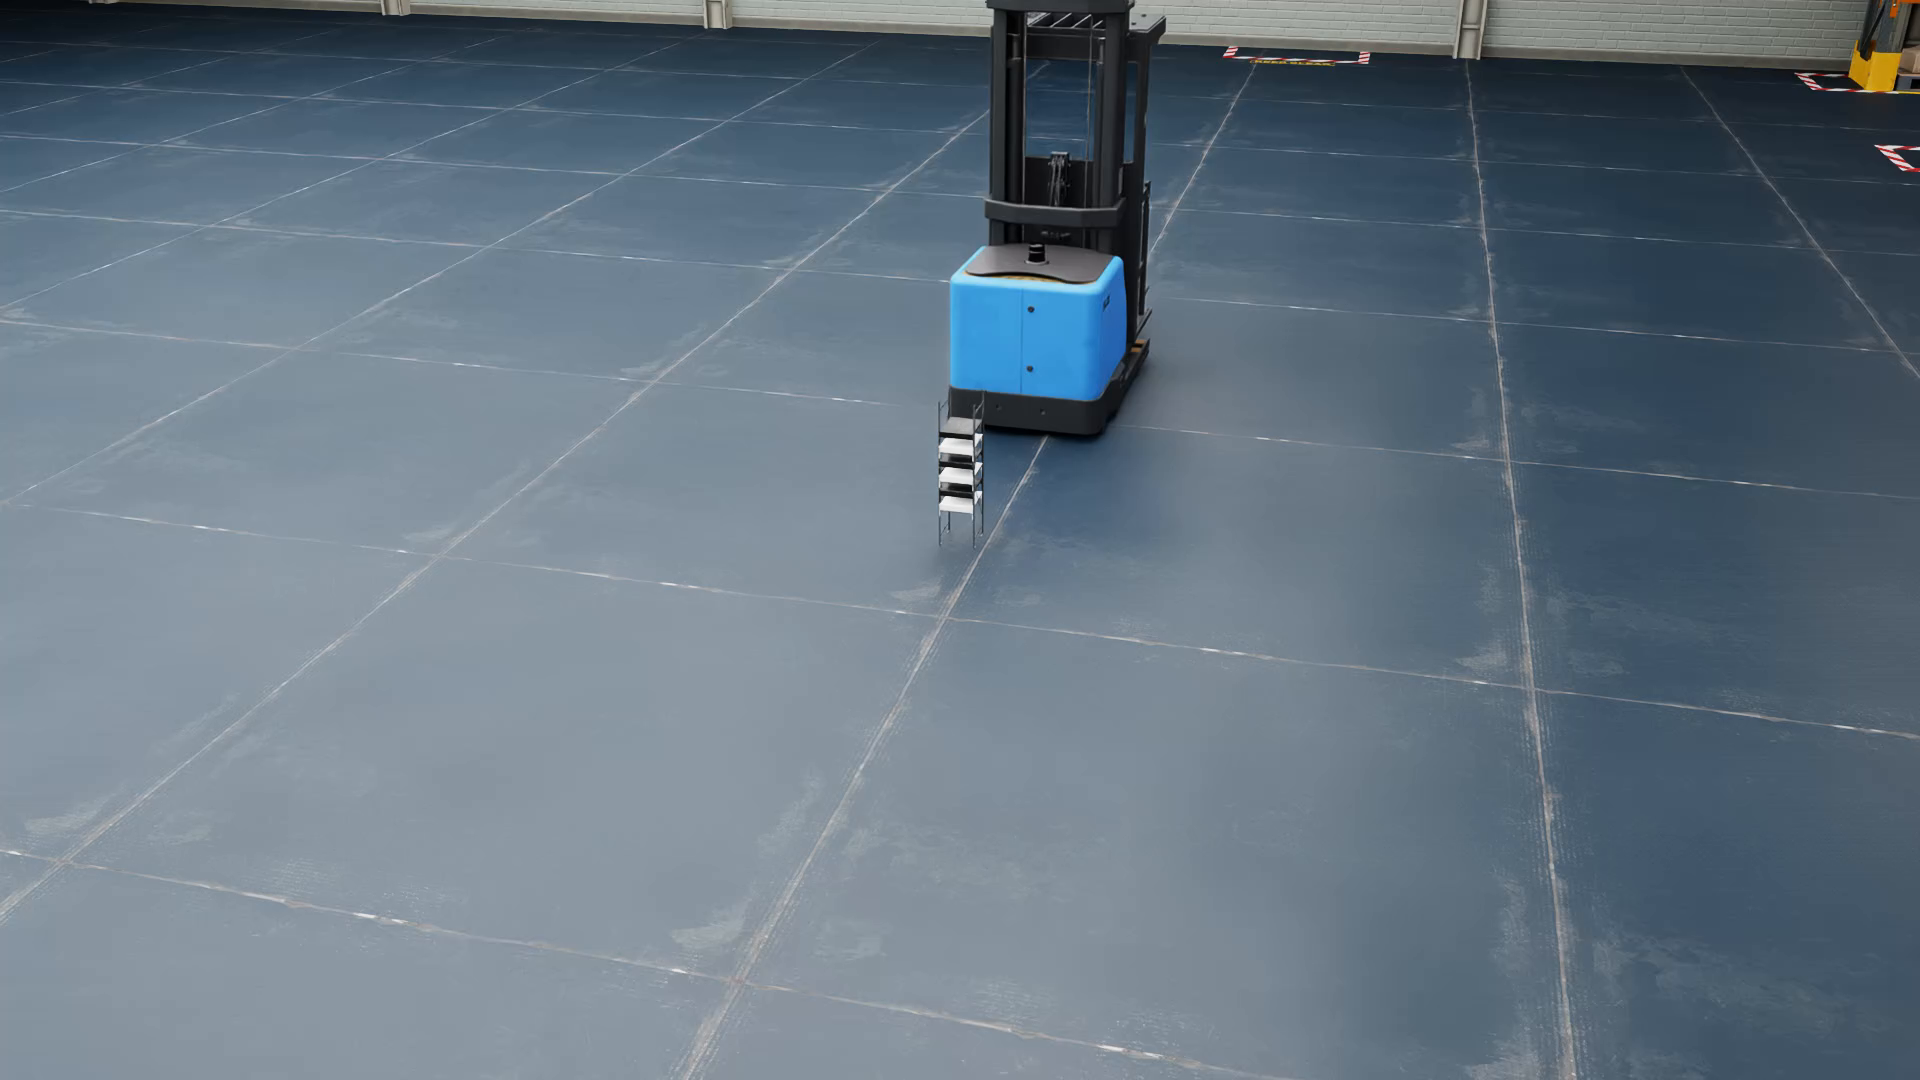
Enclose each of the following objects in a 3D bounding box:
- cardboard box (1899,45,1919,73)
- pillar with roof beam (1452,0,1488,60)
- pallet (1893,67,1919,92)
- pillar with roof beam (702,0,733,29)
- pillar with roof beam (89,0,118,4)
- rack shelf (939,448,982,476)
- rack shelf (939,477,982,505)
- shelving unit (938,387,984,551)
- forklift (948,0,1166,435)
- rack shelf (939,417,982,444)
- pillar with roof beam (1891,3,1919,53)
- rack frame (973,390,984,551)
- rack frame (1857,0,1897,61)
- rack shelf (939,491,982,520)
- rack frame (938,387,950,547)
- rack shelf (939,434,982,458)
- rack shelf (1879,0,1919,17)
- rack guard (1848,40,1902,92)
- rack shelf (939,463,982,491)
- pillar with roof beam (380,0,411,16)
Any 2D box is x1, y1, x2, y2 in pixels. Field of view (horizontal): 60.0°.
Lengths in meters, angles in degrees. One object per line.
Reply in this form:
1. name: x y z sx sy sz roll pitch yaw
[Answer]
1. cardboard box: 13.172 -6.552 22.638 0.500 0.311 0.500 3 26 7
2. pillar with roof beam: 6.534 -9.523 19.283 0.400 9.000 9.100 6 26 13
3. pallet: 13.375 -6.310 22.758 1.213 0.211 1.003 6 26 13
4. pillar with roof beam: -5.088 -10.807 21.982 0.400 9.000 9.100 6 26 13
5. pillar with roof beam: -16.710 -12.092 24.680 0.400 9.000 9.100 6 26 13
6. rack shelf: 0.008 -0.457 9.530 0.200 0.077 0.258 6 26 13
7. rack shelf: 0.008 -0.294 9.608 0.200 0.077 0.258 6 26 13
8. shelving unit: 0.008 -0.405 9.555 0.210 0.900 0.258 6 26 13
9. forklift: 0.810 -2.634 11.874 1.130 2.935 3.031 7 26 14
10. rack shelf: 0.008 -0.619 9.453 0.200 0.077 0.258 6 26 13
11. pillar with roof beam: 12.345 -8.880 17.934 0.400 9.000 9.100 6 26 13
12. rack frame: 0.106 -0.395 9.532 0.006 0.900 0.240 6 26 13
13. rack frame: 12.524 -7.679 22.389 0.127 3.000 1.000 6 26 13
14. rack shelf: 0.008 -0.213 9.646 0.200 0.077 0.258 6 26 13
15. rack frame: -0.091 -0.416 9.578 0.006 0.900 0.240 6 26 13
16. rack shelf: 0.008 -0.538 9.492 0.200 0.077 0.258 6 26 13
17. rack shelf: 14.461 -7.140 22.094 4.000 0.370 1.077 6 26 13
18. rack guard: 12.597 -6.542 22.909 0.348 0.500 1.175 6 26 13
19. rack shelf: 0.008 -0.375 9.569 0.200 0.077 0.258 6 26 13
20. pillar with roof beam: -10.899 -11.450 23.331 0.400 9.000 9.100 6 26 13
